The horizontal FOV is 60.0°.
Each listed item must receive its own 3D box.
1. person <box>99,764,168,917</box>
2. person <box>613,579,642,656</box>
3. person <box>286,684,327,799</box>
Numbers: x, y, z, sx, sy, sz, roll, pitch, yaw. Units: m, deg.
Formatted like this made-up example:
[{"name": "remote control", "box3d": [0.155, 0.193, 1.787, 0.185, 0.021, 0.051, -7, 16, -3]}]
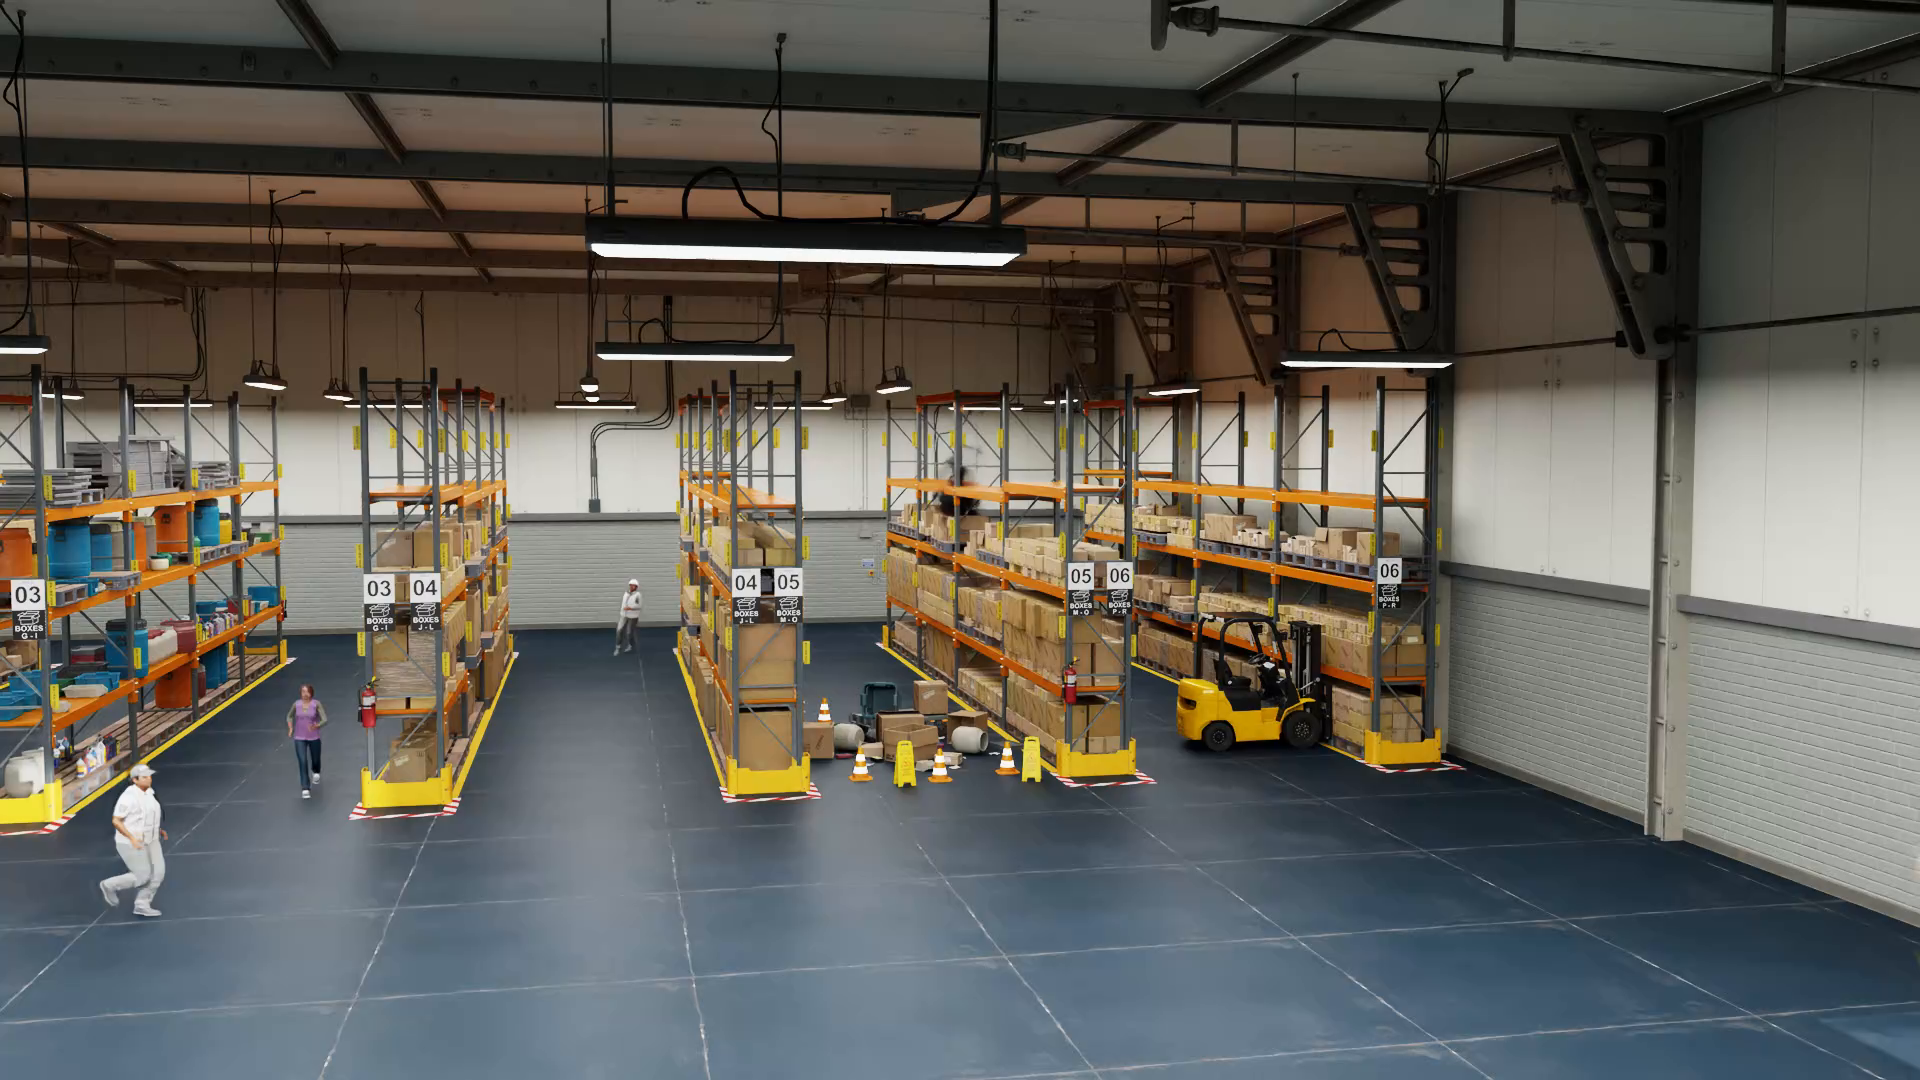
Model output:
[{"name": "person", "box3d": [-8.706, 3.162, 17.511, 0.586, 1.619, 0.593, 1, 3, 9]}, {"name": "person", "box3d": [-7.755, 1.800, 38.891, 0.575, 1.765, 0.849, 1, 4, 16]}, {"name": "person", "box3d": [-9.222, 2.814, 23.483, 0.554, 1.555, 0.810, -1, 4, -17]}]
